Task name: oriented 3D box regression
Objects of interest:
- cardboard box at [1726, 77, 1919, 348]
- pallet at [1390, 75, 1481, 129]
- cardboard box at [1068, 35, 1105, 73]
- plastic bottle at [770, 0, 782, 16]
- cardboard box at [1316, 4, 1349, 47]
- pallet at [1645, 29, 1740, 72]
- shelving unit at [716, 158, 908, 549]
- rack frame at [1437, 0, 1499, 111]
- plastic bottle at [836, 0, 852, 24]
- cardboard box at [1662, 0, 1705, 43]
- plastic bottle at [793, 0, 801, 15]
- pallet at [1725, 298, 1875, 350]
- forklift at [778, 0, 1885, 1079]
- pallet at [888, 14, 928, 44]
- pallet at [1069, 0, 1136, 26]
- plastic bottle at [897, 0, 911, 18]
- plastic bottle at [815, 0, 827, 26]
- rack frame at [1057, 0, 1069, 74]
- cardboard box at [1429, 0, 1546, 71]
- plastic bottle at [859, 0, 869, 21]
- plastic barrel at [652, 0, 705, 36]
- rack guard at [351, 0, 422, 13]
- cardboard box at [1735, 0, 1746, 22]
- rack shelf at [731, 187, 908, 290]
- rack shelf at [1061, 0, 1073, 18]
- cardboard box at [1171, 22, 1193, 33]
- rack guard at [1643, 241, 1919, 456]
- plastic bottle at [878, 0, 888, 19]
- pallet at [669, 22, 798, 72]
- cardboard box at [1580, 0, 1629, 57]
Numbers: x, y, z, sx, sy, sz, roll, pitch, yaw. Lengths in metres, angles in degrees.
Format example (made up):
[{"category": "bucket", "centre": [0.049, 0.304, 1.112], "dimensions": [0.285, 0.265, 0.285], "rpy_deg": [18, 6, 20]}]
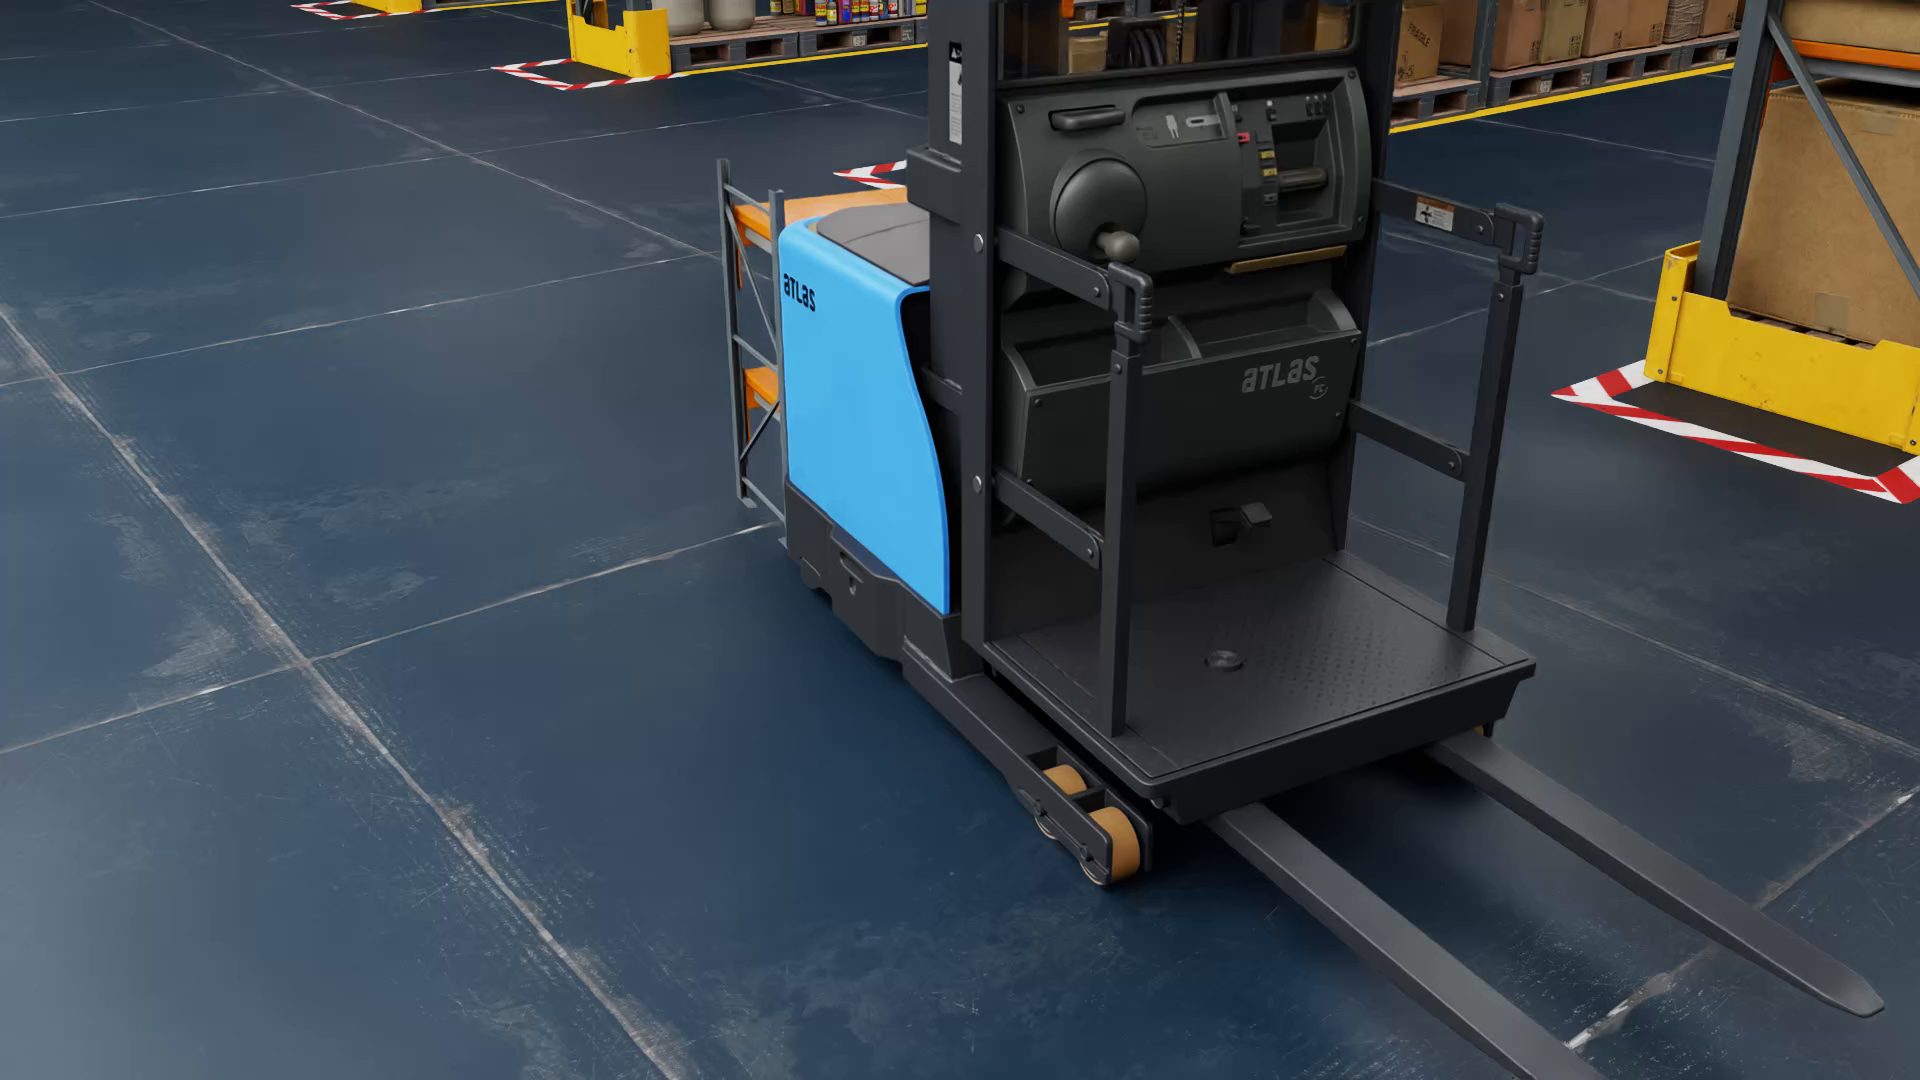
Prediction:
[{"category": "cardboard box", "centre": [3.727, -1.307, 6.528], "dimensions": [0.875, 0.875, 0.875], "rpy_deg": [-18, 30, -34]}, {"category": "pallet", "centre": [2.894, -3.139, 11.764], "dimensions": [1.213, 0.211, 1.003], "rpy_deg": [-18, 31, -34]}, {"category": "cardboard box", "centre": [0.755, -2.765, 10.115], "dimensions": [0.500, 0.500, 0.500], "rpy_deg": [-12, 28, -25]}, {"category": "plastic bottle", "centre": [-1.629, -4.745, 14.712], "dimensions": [0.097, 0.201, 0.097], "rpy_deg": [0, 25, 0]}, {"category": "cardboard box", "centre": [2.615, -3.405, 11.495], "dimensions": [0.500, 0.500, 0.500], "rpy_deg": [-9, 26, -18]}, {"category": "pallet", "centre": [5.932, -4.162, 13.968], "dimensions": [1.213, 0.211, 1.003], "rpy_deg": [-18, 31, -34]}, {"category": "shelving unit", "centre": [-0.167, -0.660, 5.336], "dimensions": [1.048, 1.125, 0.538], "rpy_deg": [-12, 27, -24]}, {"category": "rack frame", "centre": [3.400, -4.591, 11.578], "dimensions": [0.127, 3.000, 1.000], "rpy_deg": [-18, 31, -34]}, {"category": "plastic bottle", "centre": [-0.995, -4.580, 14.260], "dimensions": [0.133, 0.283, 0.061], "rpy_deg": [-18, 30, -33]}, {"category": "cardboard box", "centre": [5.605, -4.366, 13.542], "dimensions": [0.500, 0.500, 0.700], "rpy_deg": [-21, 32, -38]}, {"category": "plastic bottle", "centre": [-1.414, -4.835, 14.818], "dimensions": [0.135, 0.276, 0.152], "rpy_deg": [-18, 30, -34]}, {"category": "pallet", "centre": [3.815, -0.851, 6.833], "dimensions": [1.213, 0.211, 1.003], "rpy_deg": [-18, 31, -34]}, {"category": "forklift", "centre": [0.626, -0.795, 3.482], "dimensions": [1.130, 2.935, 3.031], "rpy_deg": [-13, 28, -26]}, {"category": "pallet", "centre": [-0.210, -4.806, 15.354], "dimensions": [1.213, 0.211, 1.003], "rpy_deg": [-18, 31, -34]}, {"category": "pallet", "centre": [0.938, -5.183, 16.168], "dimensions": [1.213, 0.211, 1.003], "rpy_deg": [-18, 31, -34]}, {"category": "plastic bottle", "centre": [-0.520, -4.758, 14.652], "dimensions": [0.135, 0.276, 0.152], "rpy_deg": [-18, 30, -33]}, {"category": "plastic bottle", "centre": [-1.184, -4.522, 14.149], "dimensions": [0.097, 0.271, 0.097], "rpy_deg": [0, 25, 0]}, {"category": "rack frame", "centre": [0.253, -3.551, 9.339], "dimensions": [0.127, 3.000, 1.000], "rpy_deg": [-18, 31, -34]}, {"category": "cardboard box", "centre": [3.897, -3.809, 12.340], "dimensions": [0.500, 0.500, 0.700], "rpy_deg": [-21, 32, -38]}, {"category": "plastic bottle", "centre": [-0.836, -4.637, 14.396], "dimensions": [0.097, 0.271, 0.097], "rpy_deg": [0, 25, 0]}, {"category": "plastic barrel", "centre": [-2.333, -4.451, 13.733], "dimensions": [0.421, 0.512, 0.421], "rpy_deg": [0, 25, 0]}, {"category": "rack guard", "centre": [-5.876, -5.694, 16.925], "dimensions": [0.348, 0.500, 1.175], "rpy_deg": [-18, 31, -34]}, {"category": "cardboard box", "centre": [7.104, -5.029, 14.547], "dimensions": [0.875, 0.875, 1.225], "rpy_deg": [-20, 32, -36]}, {"category": "rack shelf", "centre": [-0.167, -0.926, 5.213], "dimensions": [1.000, 0.278, 0.538], "rpy_deg": [-12, 27, -24]}, {"category": "rack shelf", "centre": [1.827, -3.745, 10.610], "dimensions": [4.000, 0.370, 1.077], "rpy_deg": [-18, 31, -34]}, {"category": "cardboard box", "centre": [1.708, -3.088, 10.810], "dimensions": [0.500, 0.500, 0.500], "rpy_deg": [-15, 29, -29]}, {"category": "rack guard", "centre": [3.215, -0.742, 6.255], "dimensions": [0.348, 0.500, 1.175], "rpy_deg": [-18, 31, -34]}, {"category": "plastic bottle", "centre": [-0.677, -4.690, 14.510], "dimensions": [0.097, 0.271, 0.097], "rpy_deg": [0, 25, 0]}, {"category": "pallet", "centre": [-2.130, -4.172, 13.989], "dimensions": [1.213, 0.211, 1.003], "rpy_deg": [-18, 31, -34]}, {"category": "cardboard box", "centre": [4.724, -4.072, 12.907], "dimensions": [0.500, 0.500, 0.700], "rpy_deg": [-21, 32, -38]}]
